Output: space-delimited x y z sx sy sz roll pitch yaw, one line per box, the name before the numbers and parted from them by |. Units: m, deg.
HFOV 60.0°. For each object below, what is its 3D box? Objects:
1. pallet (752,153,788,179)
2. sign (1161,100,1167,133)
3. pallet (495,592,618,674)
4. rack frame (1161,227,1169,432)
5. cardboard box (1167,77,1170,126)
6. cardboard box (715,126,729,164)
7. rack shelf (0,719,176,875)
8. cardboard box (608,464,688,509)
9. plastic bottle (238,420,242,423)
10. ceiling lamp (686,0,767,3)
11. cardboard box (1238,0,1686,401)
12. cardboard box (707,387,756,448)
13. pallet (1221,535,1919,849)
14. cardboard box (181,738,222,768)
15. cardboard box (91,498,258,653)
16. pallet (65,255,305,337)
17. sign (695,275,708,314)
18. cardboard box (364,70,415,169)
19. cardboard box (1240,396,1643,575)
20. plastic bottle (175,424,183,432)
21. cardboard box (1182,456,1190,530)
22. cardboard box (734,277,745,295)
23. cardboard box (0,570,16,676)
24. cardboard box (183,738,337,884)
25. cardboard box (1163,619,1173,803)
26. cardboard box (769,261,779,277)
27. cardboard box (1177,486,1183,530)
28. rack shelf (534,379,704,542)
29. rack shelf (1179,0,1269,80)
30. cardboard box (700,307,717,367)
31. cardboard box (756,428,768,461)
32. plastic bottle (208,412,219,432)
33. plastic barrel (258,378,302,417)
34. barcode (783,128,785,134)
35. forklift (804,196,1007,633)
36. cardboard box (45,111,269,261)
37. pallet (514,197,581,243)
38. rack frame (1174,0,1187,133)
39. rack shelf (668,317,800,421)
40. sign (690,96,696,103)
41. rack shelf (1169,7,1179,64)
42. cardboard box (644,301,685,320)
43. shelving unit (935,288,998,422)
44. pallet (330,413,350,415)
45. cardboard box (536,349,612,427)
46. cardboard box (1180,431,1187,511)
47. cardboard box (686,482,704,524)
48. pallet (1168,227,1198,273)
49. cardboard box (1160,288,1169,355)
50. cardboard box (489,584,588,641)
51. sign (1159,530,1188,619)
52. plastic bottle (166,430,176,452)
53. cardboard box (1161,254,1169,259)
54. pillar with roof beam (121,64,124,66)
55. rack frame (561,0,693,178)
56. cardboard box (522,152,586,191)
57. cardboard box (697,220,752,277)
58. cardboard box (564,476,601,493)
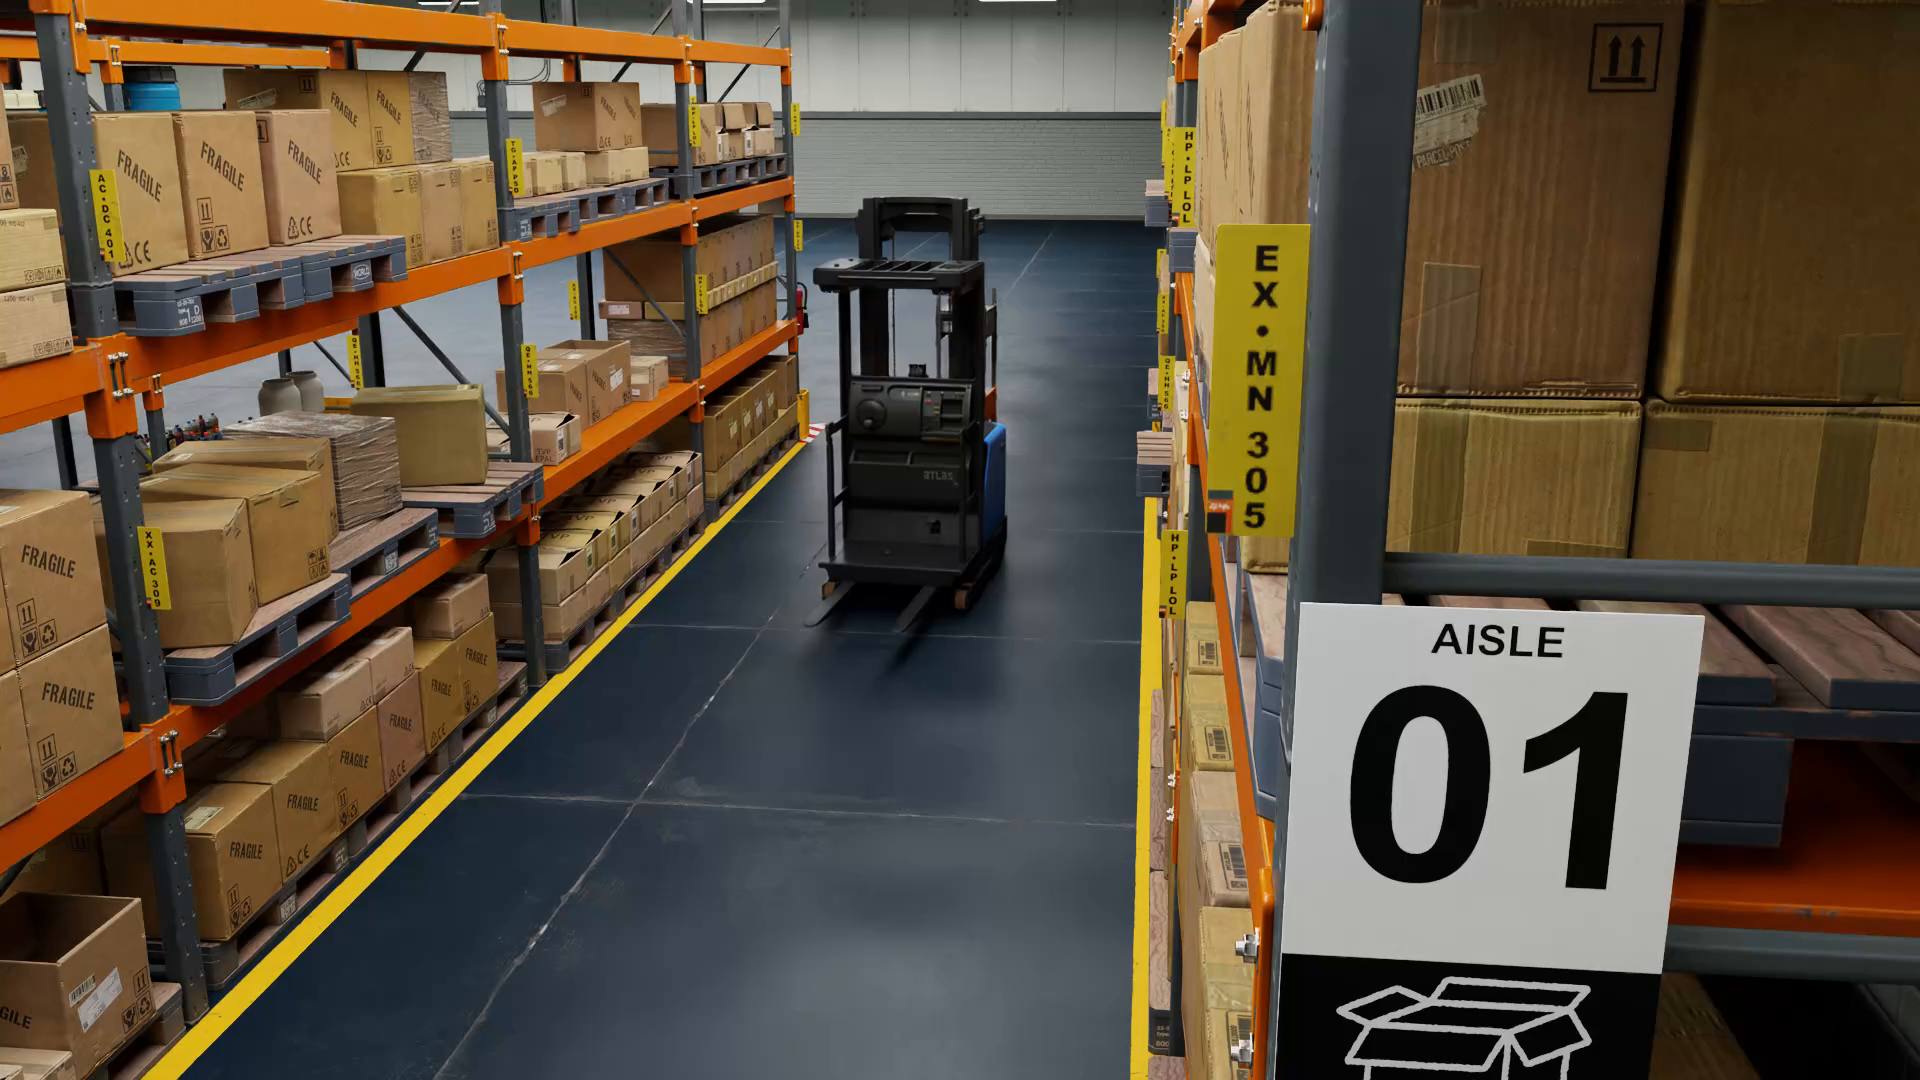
pallet | -2.374 -3.822 16.974 1.003 0.211 1.213 2 15 6
sign | 2.115 -4.341 17.047 0.100 0.325 0.005 2 15 6
pallet | -3.040 0.609 11.506 1.003 0.211 1.213 2 15 6
rack frame | 2.654 -2.455 17.494 1.000 3.000 0.127 2 15 6
cardboard box | 2.089 -3.822 14.658 0.500 0.500 0.500 1 15 4
cardboard box | -2.340 -3.500 14.712 0.500 0.311 0.500 1 15 3
rack shelf | -3.848 1.379 4.695 1.077 0.370 4.000 2 15 6
cardboard box | -2.533 -0.460 13.505 0.500 0.311 0.500 2 15 8
plastic bottle | -7.069 -0.999 16.342 0.144 0.351 0.185 2 15 6
ceiling lamp | -5.839 -15.102 41.592 2.000 3.185 0.800 2 15 6
cardboard box | 0.660 -0.491 2.341 0.500 0.500 0.500 2 15 6
cardboard box | -2.244 -1.170 15.769 0.500 0.500 0.500 2 15 6
pallet | 0.922 0.097 2.480 1.003 0.211 1.213 2 15 6
cardboard box | -3.788 1.243 7.766 0.500 0.500 0.500 2 15 6
cardboard box | -3.347 0.145 6.882 0.700 0.500 0.500 -3 16 -13
pallet | -3.480 -1.012 6.771 1.213 0.211 1.003 2 15 6
sign | -2.180 -2.070 14.003 0.100 0.325 0.005 2 15 6
cardboard box | -3.285 -2.259 8.914 0.500 0.500 0.500 2 15 6
cardboard box | 0.667 -0.129 2.439 0.500 0.250 0.500 2 15 8
plastic bottle | -7.777 -1.013 16.547 0.097 0.271 0.097 0 15 0
cardboard box | 1.165 -0.167 6.797 0.500 0.250 0.500 2 15 7
cardboard box | -2.295 -2.454 16.057 0.380 0.149 0.250 1 15 5
cardboard box | -3.478 0.253 5.371 0.500 0.500 0.500 1 15 5
cardboard box | -3.277 1.250 7.739 0.500 0.500 0.500 2 15 7
cardboard box | 1.432 0.869 8.516 0.750 0.750 0.750 2 15 6
cardboard box | -2.123 -2.856 17.545 0.380 0.149 0.250 1 15 5
cardboard box | 1.214 0.066 7.371 0.500 0.500 0.500 2 15 6
rack shelf | -2.946 -0.696 12.369 1.077 0.370 4.000 2 15 6
rack shelf | 1.525 -2.217 7.265 1.077 0.370 4.000 2 15 6
cardboard box | -2.623 -1.863 15.113 0.700 0.500 0.500 2 15 6
cardboard box | -2.193 -0.938 16.347 0.500 0.250 0.500 2 15 6
plastic bottle | -7.704 -1.181 17.167 0.097 0.271 0.097 0 15 0
plastic barrel | -7.245 -1.445 17.722 0.421 0.512 0.421 0 15 0
barcode | -1.824 -4.235 17.220 0.001 0.075 0.075 2 15 6
forklift | -0.413 -0.994 12.223 1.130 2.935 3.031 3 15 11
cardboard box | -3.440 -1.537 7.166 0.600 0.600 0.600 2 15 6
pallet | -3.184 -2.060 10.650 1.213 0.211 1.003 2 15 9
rack frame | 2.202 -4.313 12.874 1.000 3.000 0.127 2 15 6
rack shelf | -2.494 -1.734 16.205 1.077 0.370 4.000 2 15 6
sign | -2.820 -4.526 17.580 0.100 0.325 0.005 2 15 6
rack shelf | 2.428 -4.483 14.887 1.077 0.370 4.000 2 15 6
cardboard box | -2.497 -1.988 14.332 0.380 0.149 0.250 2 15 6
shelving unit | 0.059 -1.042 13.992 0.431 2.100 0.503 3 15 11
pallet | -7.249 -1.169 18.080 1.003 0.211 1.213 2 15 6
cardboard box | -2.939 -1.145 12.459 0.500 0.500 0.500 2 15 6
cardboard box | 1.223 -0.299 7.286 0.500 0.250 0.500 2 15 7
cardboard box | -2.479 -0.322 14.068 0.500 0.250 0.500 2 15 6
pallet | 1.731 -1.568 8.830 1.213 0.211 1.003 2 15 9
cardboard box | 1.948 -1.848 14.063 0.500 0.500 0.500 2 15 6
cardboard box | -2.821 0.473 11.131 0.500 0.250 0.500 2 15 6
sign | 0.759 0.123 5.893 0.100 0.325 0.005 2 15 6
plastic bottle | -7.692 -0.923 16.190 0.061 0.283 0.133 2 15 6
cardboard box | 2.301 -2.639 16.988 0.500 0.500 0.500 2 15 6
pillar with roof beam | -20.202 -13.726 47.682 9.100 9.000 0.548 2 15 6
rack frame | -2.720 -4.458 13.410 1.000 3.000 0.127 2 15 6
cardboard box | -2.997 -2.646 11.939 0.500 0.250 0.500 0 15 2
cardboard box | -2.450 -2.872 16.362 0.700 0.500 0.500 2 15 6
cardboard box | -3.133 -0.345 13.079 0.500 0.311 0.500 1 15 4
